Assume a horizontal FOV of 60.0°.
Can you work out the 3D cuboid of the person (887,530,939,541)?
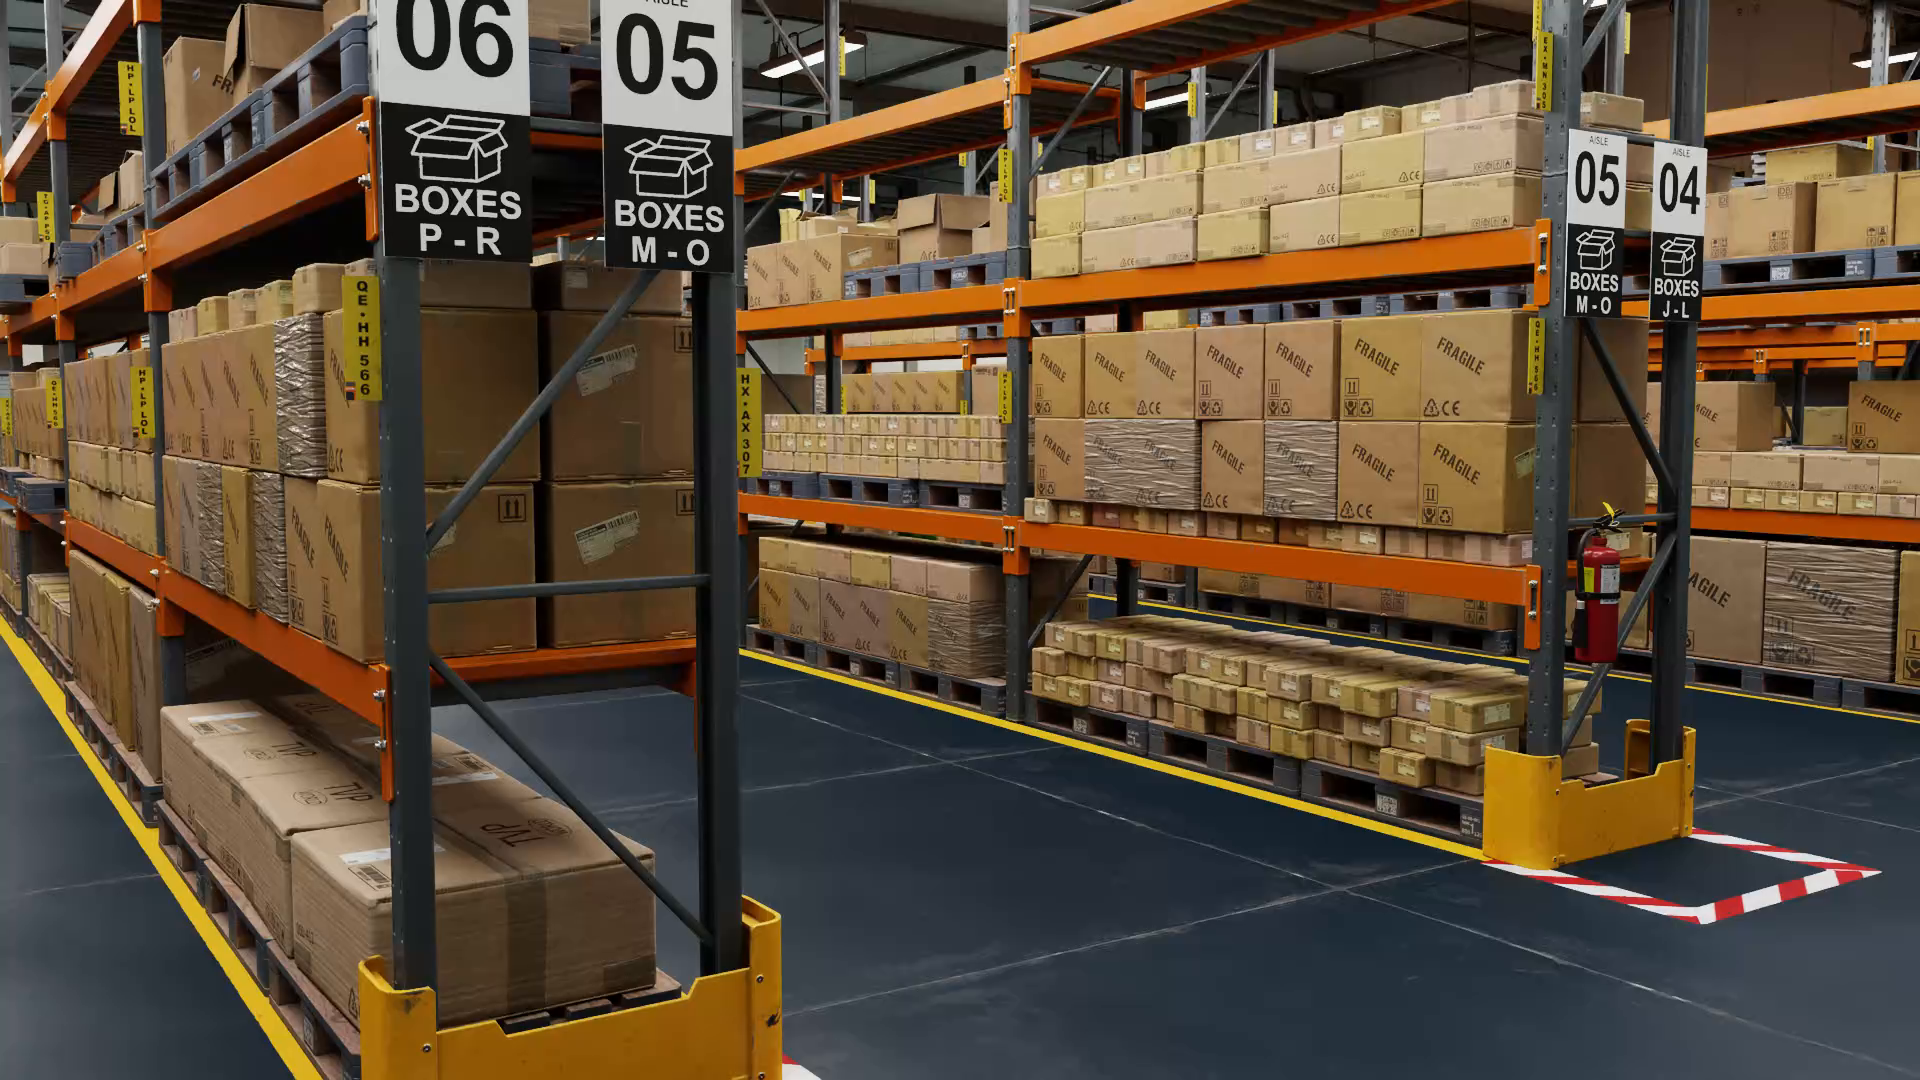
[{"bbox_3d":[-0.424,-0.109,15.527,0.616,1.778,0.453,-4,6,-38],"label":"person"}]
